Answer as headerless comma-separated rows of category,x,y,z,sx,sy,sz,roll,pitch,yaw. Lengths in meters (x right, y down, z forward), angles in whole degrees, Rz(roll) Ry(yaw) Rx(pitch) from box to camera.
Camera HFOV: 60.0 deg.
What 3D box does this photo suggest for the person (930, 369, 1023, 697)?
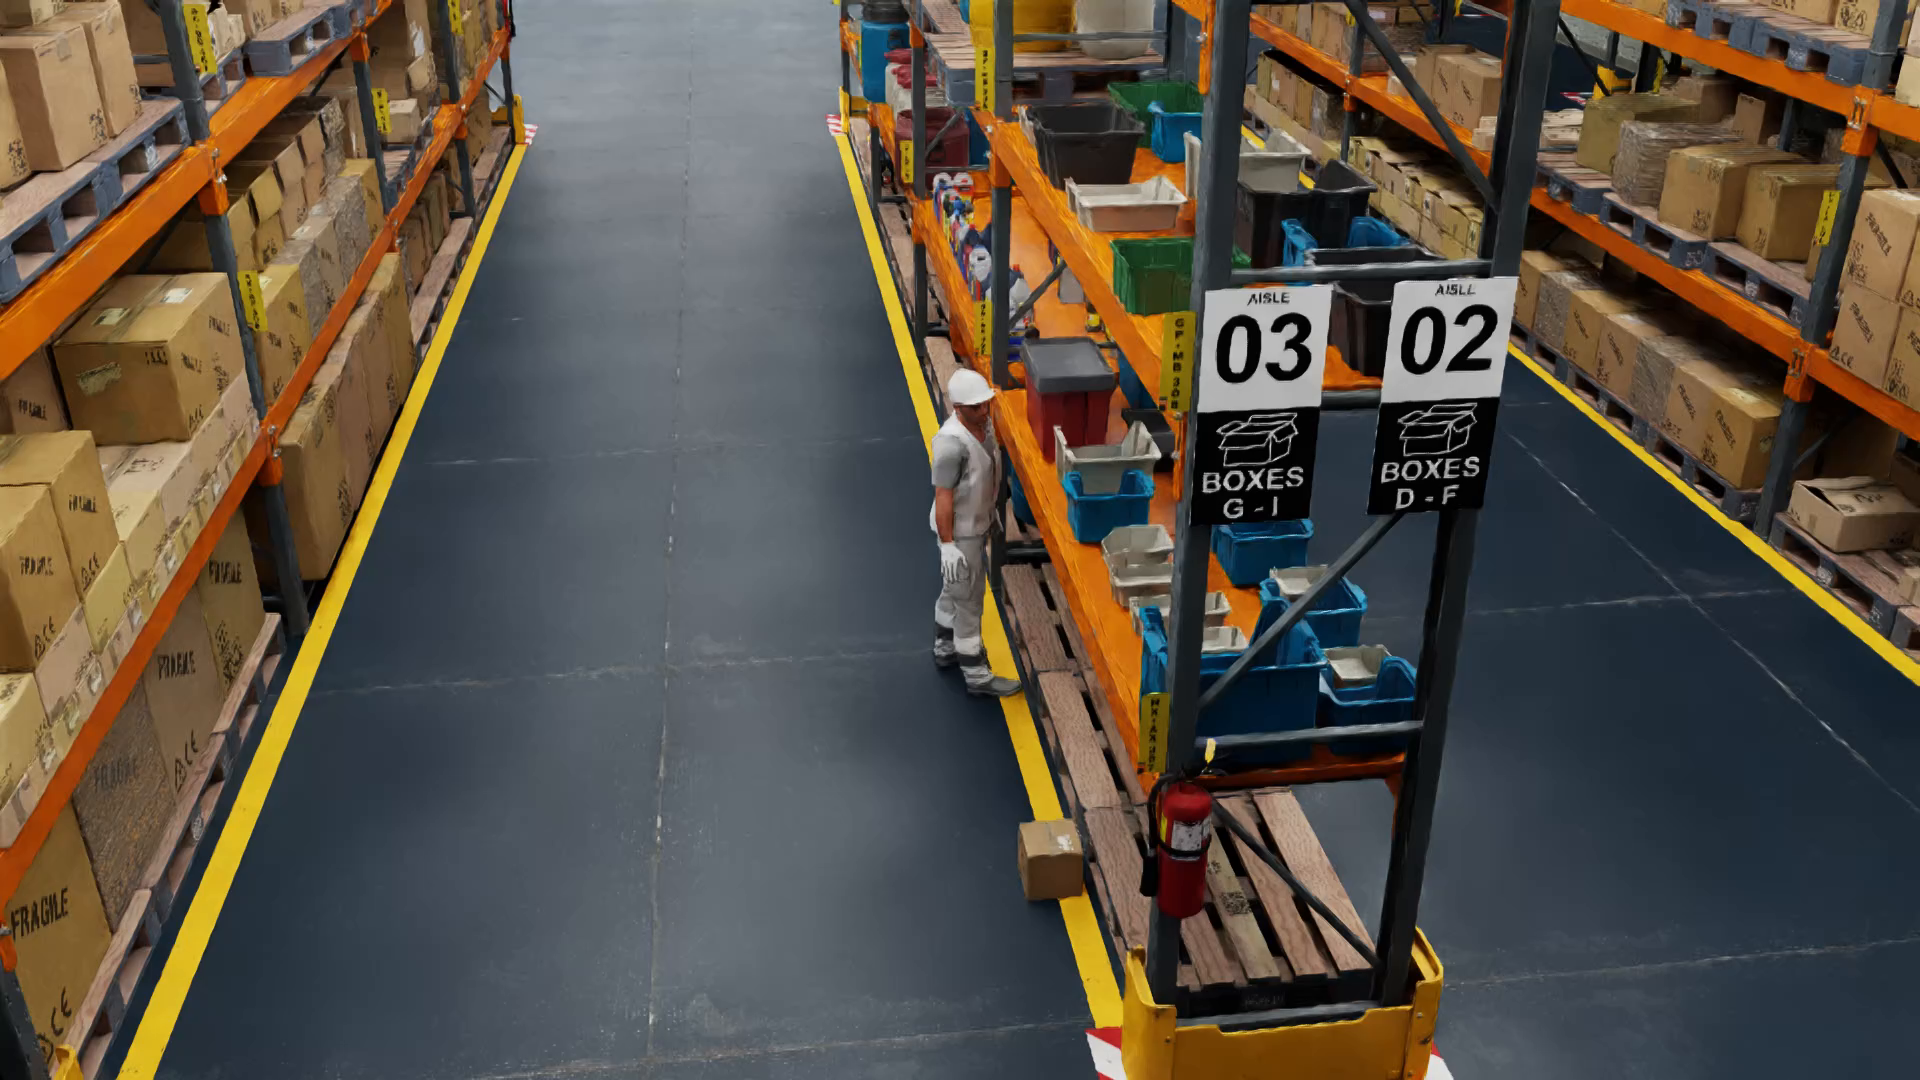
person,0.088,-0.037,8.607,0.570,1.786,0.663,9,28,17
